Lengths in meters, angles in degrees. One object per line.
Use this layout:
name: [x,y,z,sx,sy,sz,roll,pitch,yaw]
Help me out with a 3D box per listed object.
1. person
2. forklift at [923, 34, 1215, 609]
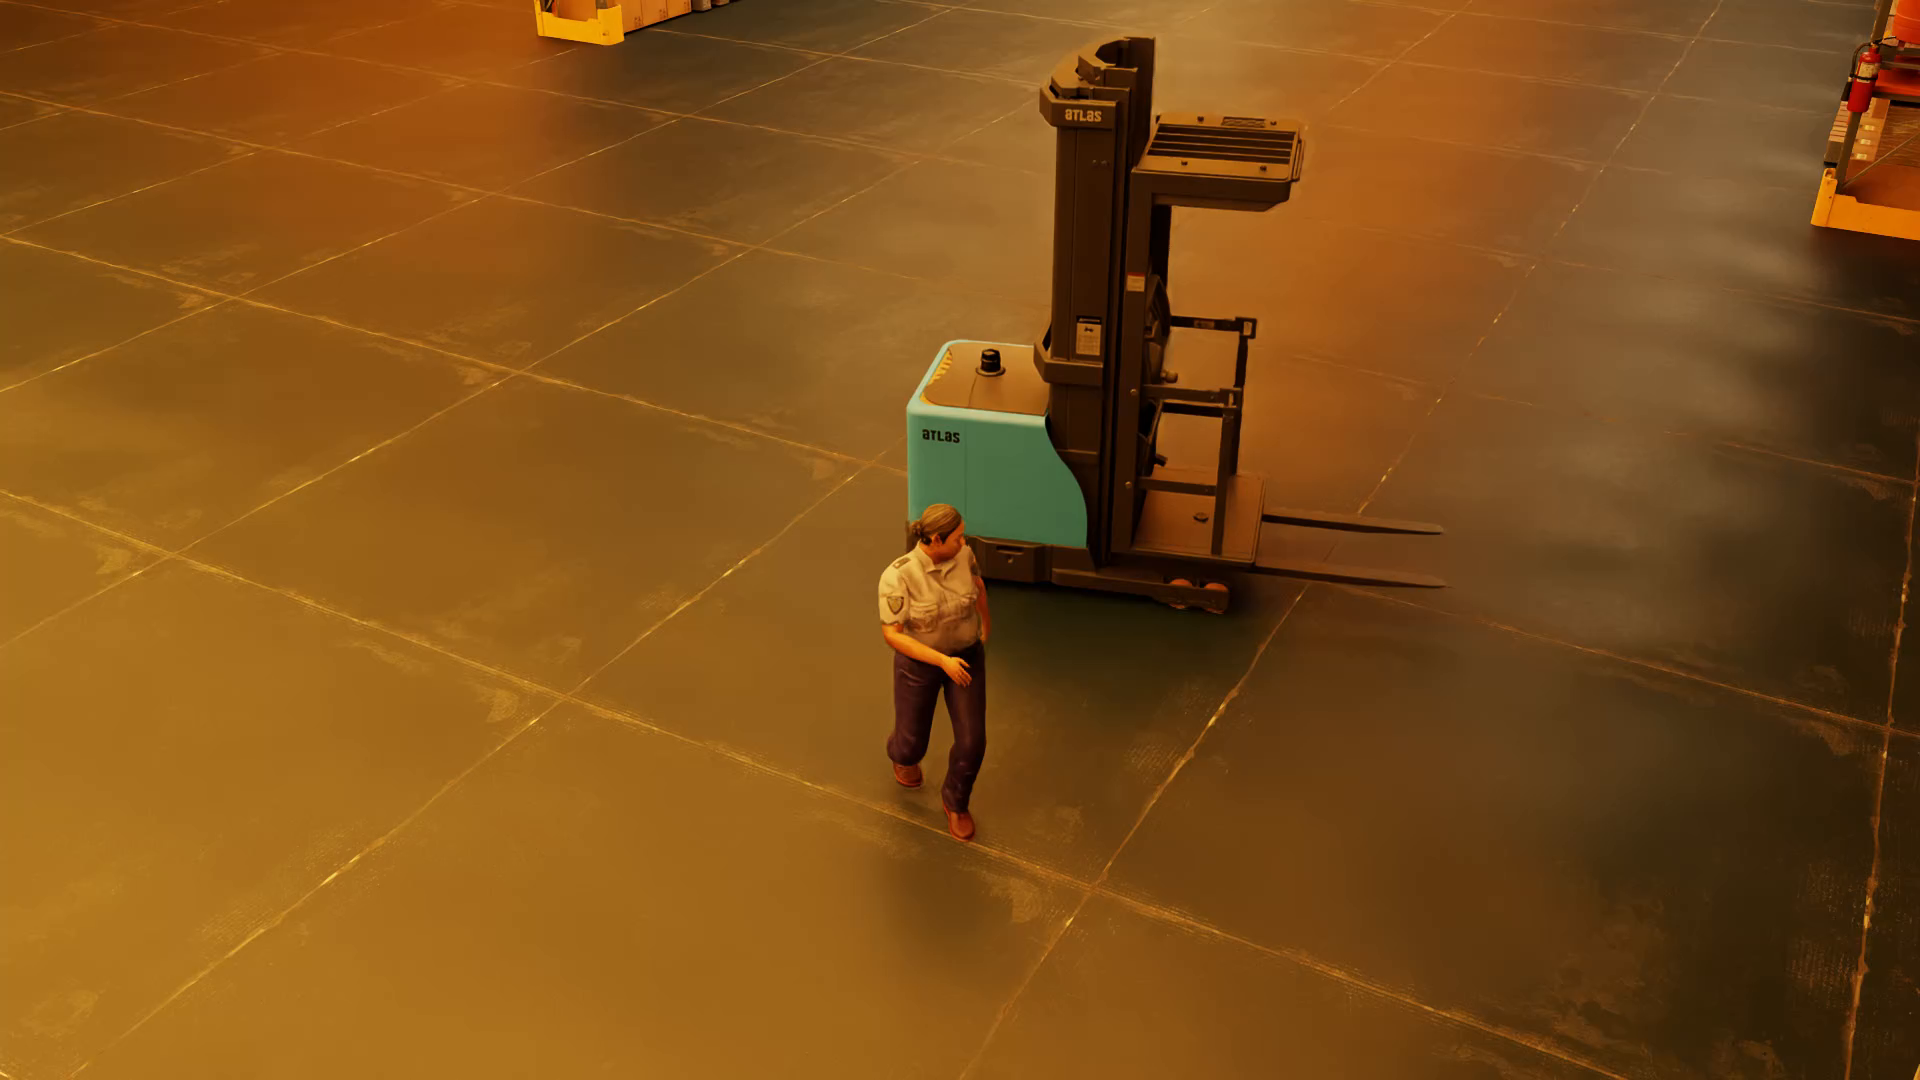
person: [-0.073,0.555,7.476,0.597,1.589,0.639,-7,31,-12]
forklift: [1.261,-1.150,9.063,3.031,2.935,1.121,7,31,11]
